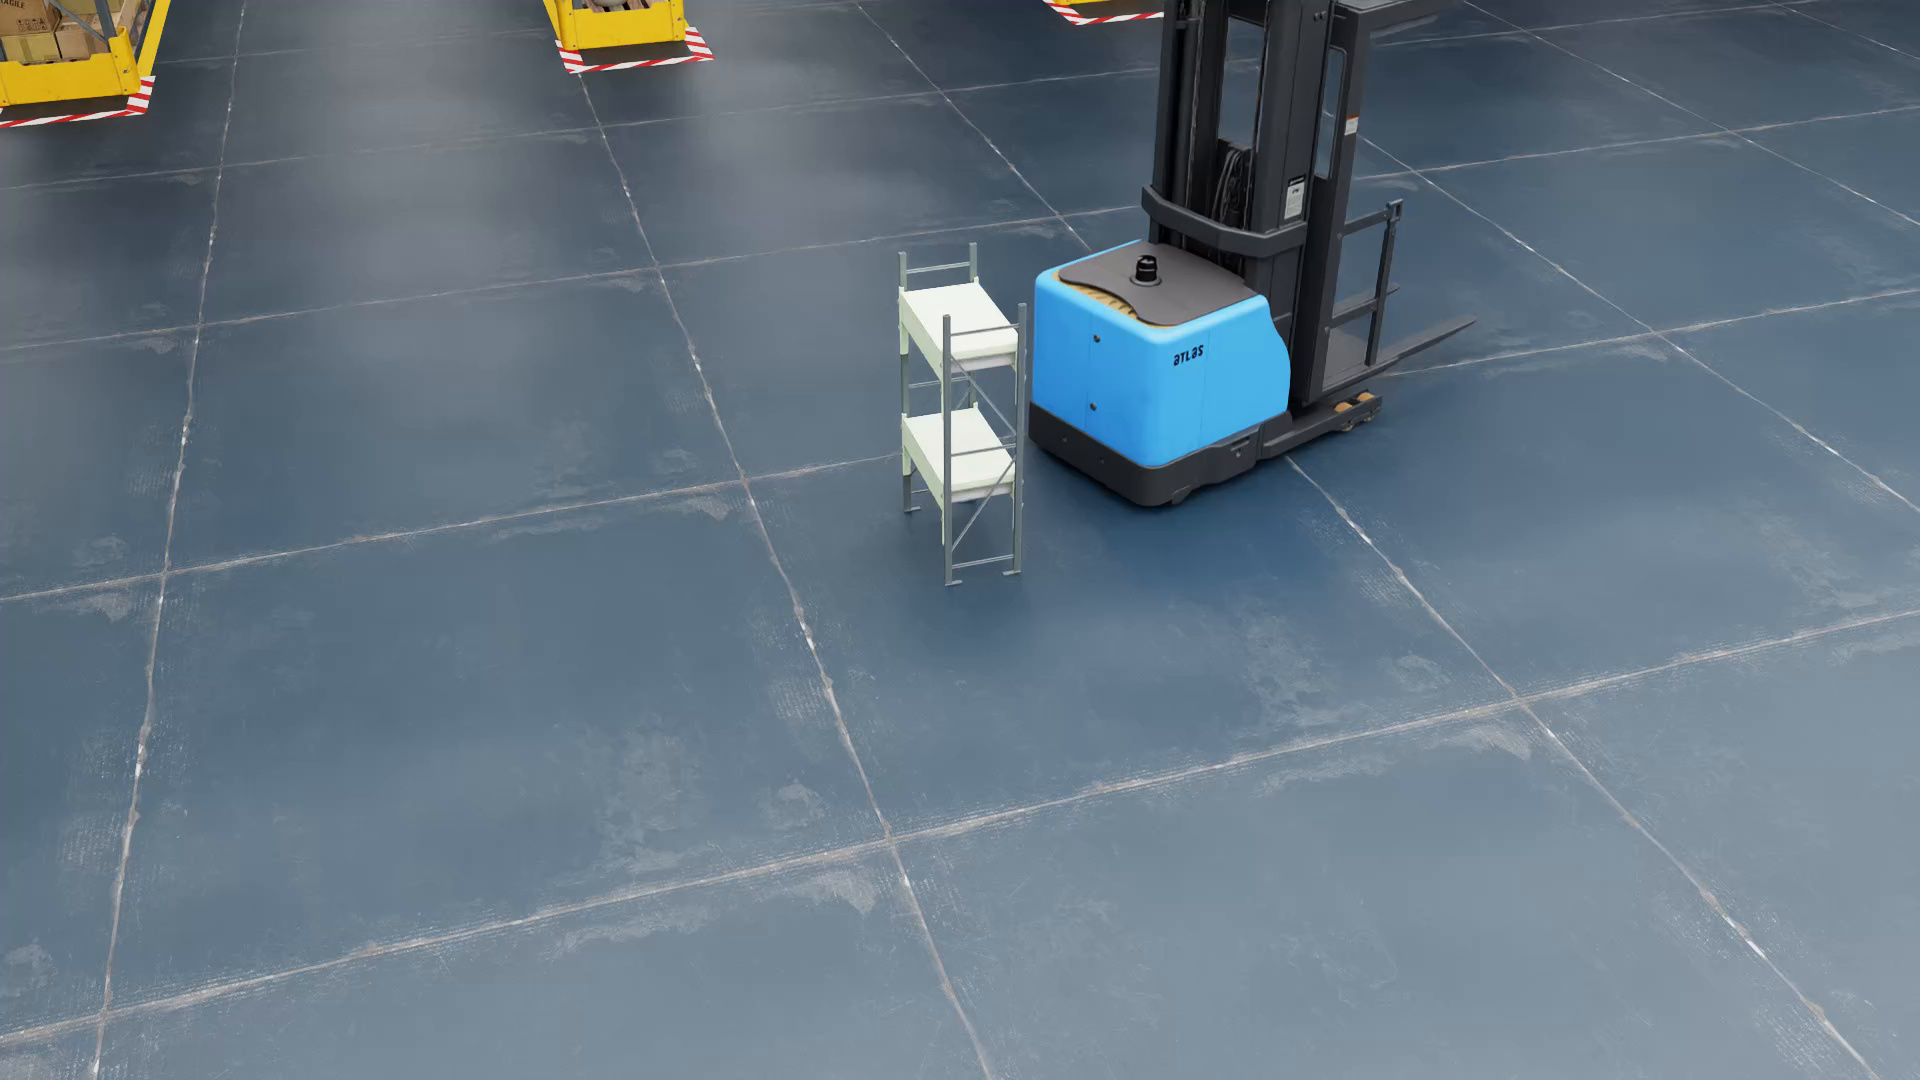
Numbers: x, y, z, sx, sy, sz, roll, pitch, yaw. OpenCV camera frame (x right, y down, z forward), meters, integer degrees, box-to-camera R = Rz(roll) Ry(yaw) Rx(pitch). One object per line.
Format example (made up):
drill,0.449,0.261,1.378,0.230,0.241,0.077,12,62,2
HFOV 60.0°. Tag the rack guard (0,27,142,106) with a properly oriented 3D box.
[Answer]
rack guard,-7.890,-4.159,14.590,1.175,0.500,0.348,-10,35,-15

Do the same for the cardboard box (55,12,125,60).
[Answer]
cardboard box,-7.849,-4.561,15.045,0.500,0.250,0.500,-10,35,-15

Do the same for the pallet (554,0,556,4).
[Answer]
pallet,-3.858,-5.980,17.609,1.003,0.211,1.213,-10,35,-15

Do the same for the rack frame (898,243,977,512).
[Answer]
rack frame,-0.110,-0.814,8.622,0.400,1.500,0.023,-10,35,-15

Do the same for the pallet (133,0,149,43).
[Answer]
pallet,-8.539,-5.085,16.253,1.003,0.211,1.213,-10,35,-15

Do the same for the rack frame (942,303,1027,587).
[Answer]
rack frame,0.114,-0.430,8.040,0.400,1.500,0.023,-10,35,-15

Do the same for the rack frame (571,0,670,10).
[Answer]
rack frame,-3.179,-6.045,15.177,1.000,3.000,0.127,-10,35,-15

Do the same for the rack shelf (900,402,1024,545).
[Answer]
rack shelf,0.002,-0.350,8.511,0.431,0.370,0.720,-10,35,-15

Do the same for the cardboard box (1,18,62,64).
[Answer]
cardboard box,-8.342,-4.474,14.913,0.500,0.250,0.500,-10,35,-15

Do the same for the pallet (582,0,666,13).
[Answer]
pallet,-3.489,-5.341,16.641,1.003,0.211,1.213,-10,35,-15

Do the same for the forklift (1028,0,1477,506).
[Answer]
forklift,1.863,-2.062,9.212,3.031,2.935,1.130,-24,40,-31

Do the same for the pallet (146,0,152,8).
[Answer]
pallet,-8.914,-5.726,17.224,1.003,0.211,1.213,-10,35,-15

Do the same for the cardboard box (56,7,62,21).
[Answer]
cardboard box,-8.506,-4.734,15.307,0.500,0.250,0.500,-10,35,-15

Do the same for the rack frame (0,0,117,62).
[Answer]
rack frame,-7.897,-5.214,13.920,1.000,3.000,0.127,-10,35,-15

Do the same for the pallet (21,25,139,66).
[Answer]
pallet,-8.170,-4.445,15.285,1.003,0.211,1.213,-10,35,-15

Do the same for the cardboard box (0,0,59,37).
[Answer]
cardboard box,-8.344,-4.786,14.706,0.500,0.500,0.500,-10,35,-15

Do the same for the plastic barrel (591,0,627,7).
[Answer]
plastic barrel,-3.452,-5.515,16.251,0.421,0.512,0.421,0,33,0

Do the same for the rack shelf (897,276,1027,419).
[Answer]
rack shelf,0.002,-0.948,8.116,0.431,0.370,0.720,-10,35,-15

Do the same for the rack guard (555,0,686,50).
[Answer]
rack guard,-3.246,-5.034,15.915,1.175,0.500,0.348,-10,35,-15

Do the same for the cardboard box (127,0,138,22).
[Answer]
cardboard box,-8.157,-5.085,15.838,0.500,0.250,0.500,-10,35,-15

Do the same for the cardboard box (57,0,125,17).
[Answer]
cardboard box,-8.003,-5.136,15.235,0.500,0.500,0.500,-10,35,-15

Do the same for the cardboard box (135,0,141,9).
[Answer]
cardboard box,-8.305,-5.349,16.237,0.500,0.250,0.500,-10,35,-15

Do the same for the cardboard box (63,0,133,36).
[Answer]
cardboard box,-8.005,-4.823,15.441,0.500,0.250,0.500,-10,35,-15

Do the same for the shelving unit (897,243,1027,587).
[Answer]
shelving unit,0.002,-0.622,8.331,0.431,1.500,0.755,-10,35,-15

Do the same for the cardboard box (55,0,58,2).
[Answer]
cardboard box,-8.663,-5.309,15.496,0.500,0.500,0.500,-10,35,-15

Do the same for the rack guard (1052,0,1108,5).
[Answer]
rack guard,1.515,-5.875,17.187,1.175,0.500,0.348,-10,35,-15
